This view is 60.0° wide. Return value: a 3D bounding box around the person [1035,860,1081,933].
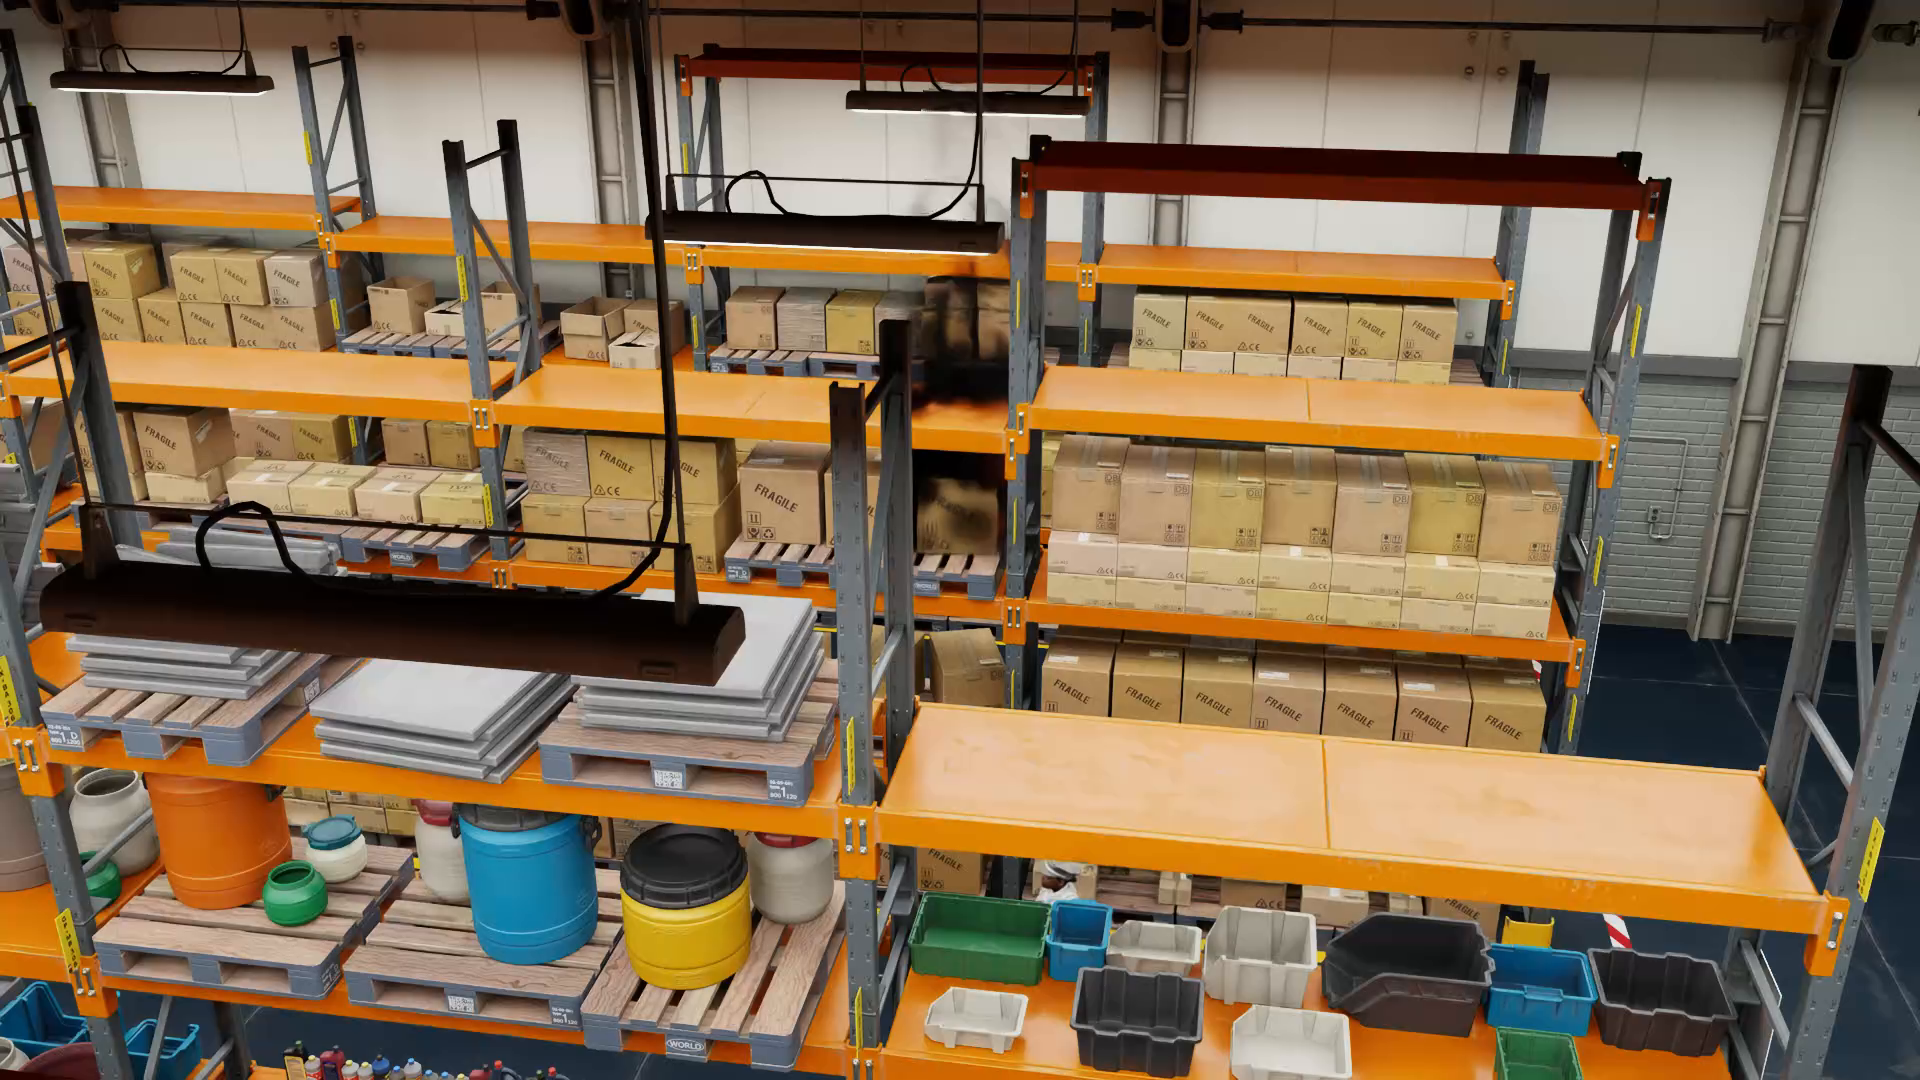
[{"bbox_3d":[0.727,2.882,11.446,0.767,1.762,0.549,0,23,0],"label":"person"}]
